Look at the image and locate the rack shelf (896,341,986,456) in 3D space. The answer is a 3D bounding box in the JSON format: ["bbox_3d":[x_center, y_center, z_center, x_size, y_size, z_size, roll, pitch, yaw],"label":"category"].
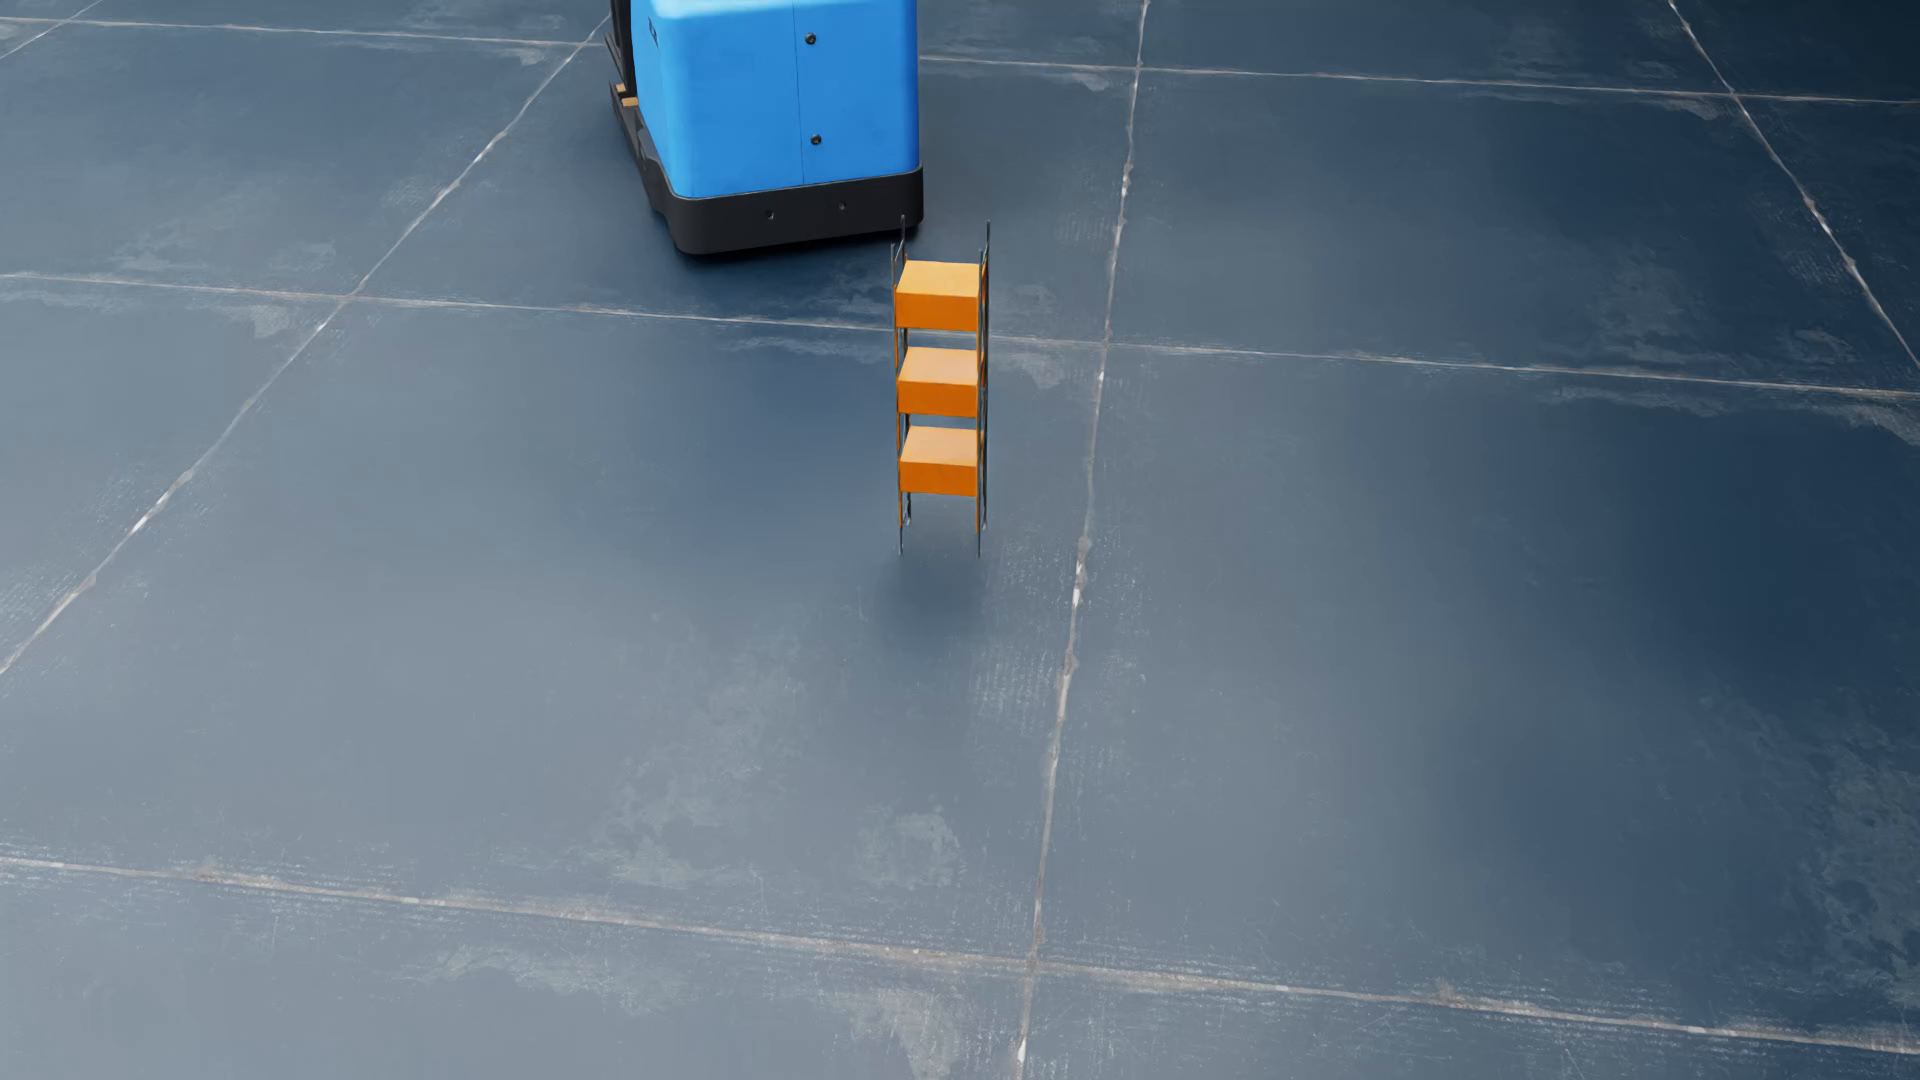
[{"bbox_3d":[-0.053,-0.423,4.957,0.240,0.259,0.215,4,36,6],"label":"rack shelf"}]

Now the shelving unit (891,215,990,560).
[{"bbox_3d":[-0.053,-0.431,4.951,0.252,1.050,0.215,4,36,6],"label":"shelving unit"}]

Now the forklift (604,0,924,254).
[{"bbox_3d":[-1.076,-3.207,7.221,1.130,2.935,3.031,-10,37,-14],"label":"forklift"}]

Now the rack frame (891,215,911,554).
[{"bbox_3d":[-0.174,-0.440,4.963,0.008,1.050,0.200,4,36,6],"label":"rack frame"}]

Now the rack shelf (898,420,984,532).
[{"bbox_3d":[-0.053,-0.196,5.118,0.240,0.259,0.215,4,36,6],"label":"rack shelf"}]

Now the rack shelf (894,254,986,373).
[{"bbox_3d":[-0.053,-0.654,4.792,0.240,0.259,0.215,4,36,6],"label":"rack shelf"}]

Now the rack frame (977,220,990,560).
[{"bbox_3d":[0.068,-0.422,4.938,0.008,1.050,0.200,4,36,6],"label":"rack frame"}]
